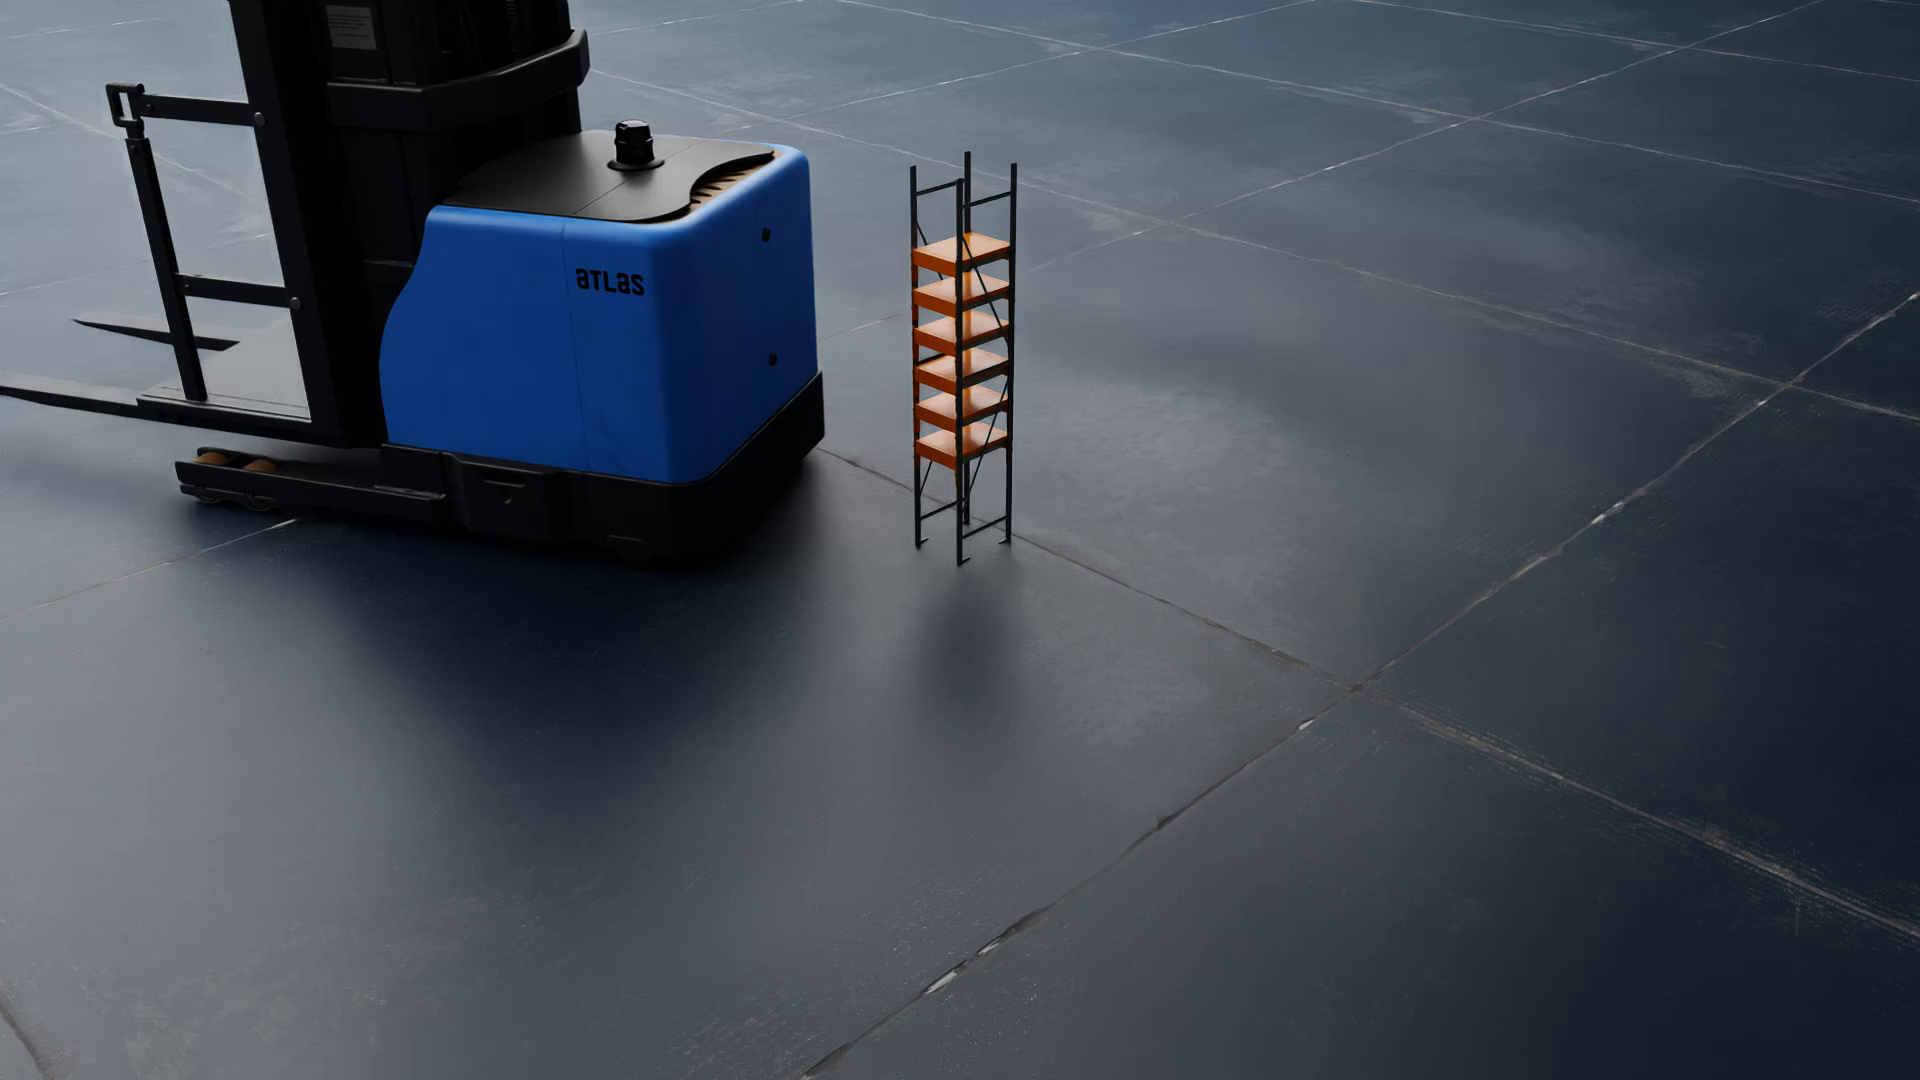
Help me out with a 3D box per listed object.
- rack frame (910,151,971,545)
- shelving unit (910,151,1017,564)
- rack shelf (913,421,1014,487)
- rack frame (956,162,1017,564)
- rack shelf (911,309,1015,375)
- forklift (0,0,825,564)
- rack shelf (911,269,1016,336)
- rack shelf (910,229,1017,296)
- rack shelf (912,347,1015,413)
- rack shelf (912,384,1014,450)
[{"bbox_3d":[-0.055,-0.556,5.019,0.006,1.200,0.240,25,36,38],"label":"rack frame"},{"bbox_3d":[0.010,-0.526,4.962,0.189,1.200,0.258,25,36,38],"label":"shelving unit"},{"bbox_3d":[0.010,-0.275,5.094,0.180,0.103,0.258,25,36,38],"label":"rack shelf"},{"bbox_3d":[0.076,-0.496,4.905,0.006,1.200,0.240,25,36,38],"label":"rack frame"},{"bbox_3d":[0.010,-0.593,4.927,0.180,0.103,0.258,25,36,38],"label":"rack shelf"},{"bbox_3d":[-2.046,-1.613,5.168,3.031,2.935,1.130,8,29,16],"label":"forklift"},{"bbox_3d":[0.010,-0.699,4.871,0.180,0.103,0.258,25,36,38],"label":"rack shelf"},{"bbox_3d":[0.010,-0.806,4.815,0.180,0.103,0.258,25,36,38],"label":"rack shelf"},{"bbox_3d":[0.010,-0.487,4.982,0.180,0.103,0.258,25,36,38],"label":"rack shelf"},{"bbox_3d":[0.010,-0.381,5.038,0.180,0.103,0.258,25,36,38],"label":"rack shelf"}]
